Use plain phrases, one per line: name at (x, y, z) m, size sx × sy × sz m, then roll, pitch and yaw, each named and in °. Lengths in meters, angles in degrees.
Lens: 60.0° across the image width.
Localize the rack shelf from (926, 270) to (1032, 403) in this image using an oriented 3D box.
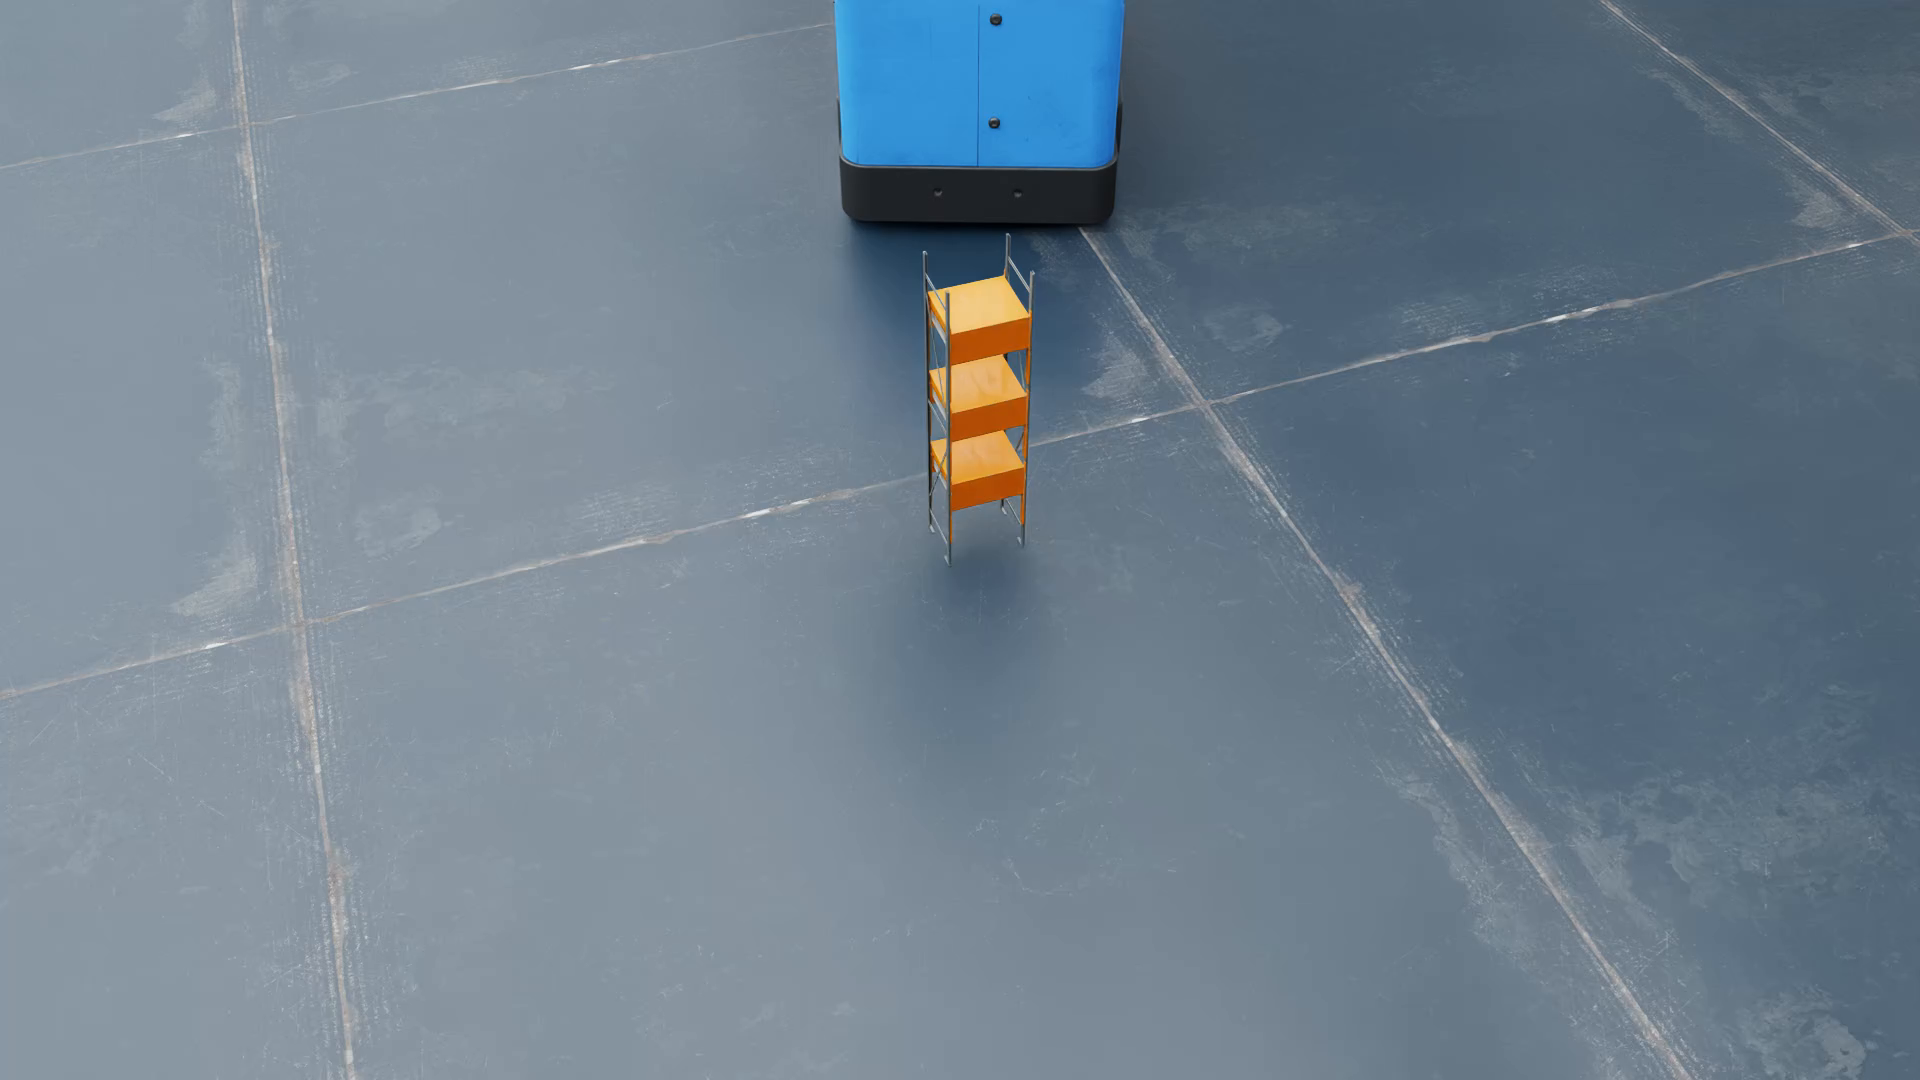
rack shelf at (0.050, -0.576, 4.697) m, size 0.240 × 0.259 × 0.215 m, roll -14°, pitch 47°, yaw -14°

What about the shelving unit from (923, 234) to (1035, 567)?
shelving unit at (0.050, -0.383, 4.891) m, size 0.252 × 1.050 × 0.215 m, roll -14°, pitch 47°, yaw -14°

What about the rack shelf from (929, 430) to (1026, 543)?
rack shelf at (0.050, -0.180, 5.095) m, size 0.240 × 0.259 × 0.215 m, roll -14°, pitch 47°, yaw -14°

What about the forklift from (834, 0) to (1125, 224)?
forklift at (0.101, -3.269, 6.438) m, size 1.130 × 2.935 × 3.031 m, roll 1°, pitch 45°, yaw 1°

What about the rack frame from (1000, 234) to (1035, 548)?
rack frame at (0.165, -0.413, 4.920) m, size 0.008 × 1.050 × 0.200 m, roll -14°, pitch 47°, yaw -14°

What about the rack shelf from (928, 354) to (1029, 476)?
rack shelf at (0.050, -0.376, 4.898) m, size 0.240 × 0.259 × 0.215 m, roll -14°, pitch 47°, yaw -14°

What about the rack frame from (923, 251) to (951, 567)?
rack frame at (-0.064, -0.354, 4.862) m, size 0.008 × 1.050 × 0.200 m, roll -14°, pitch 47°, yaw -14°
